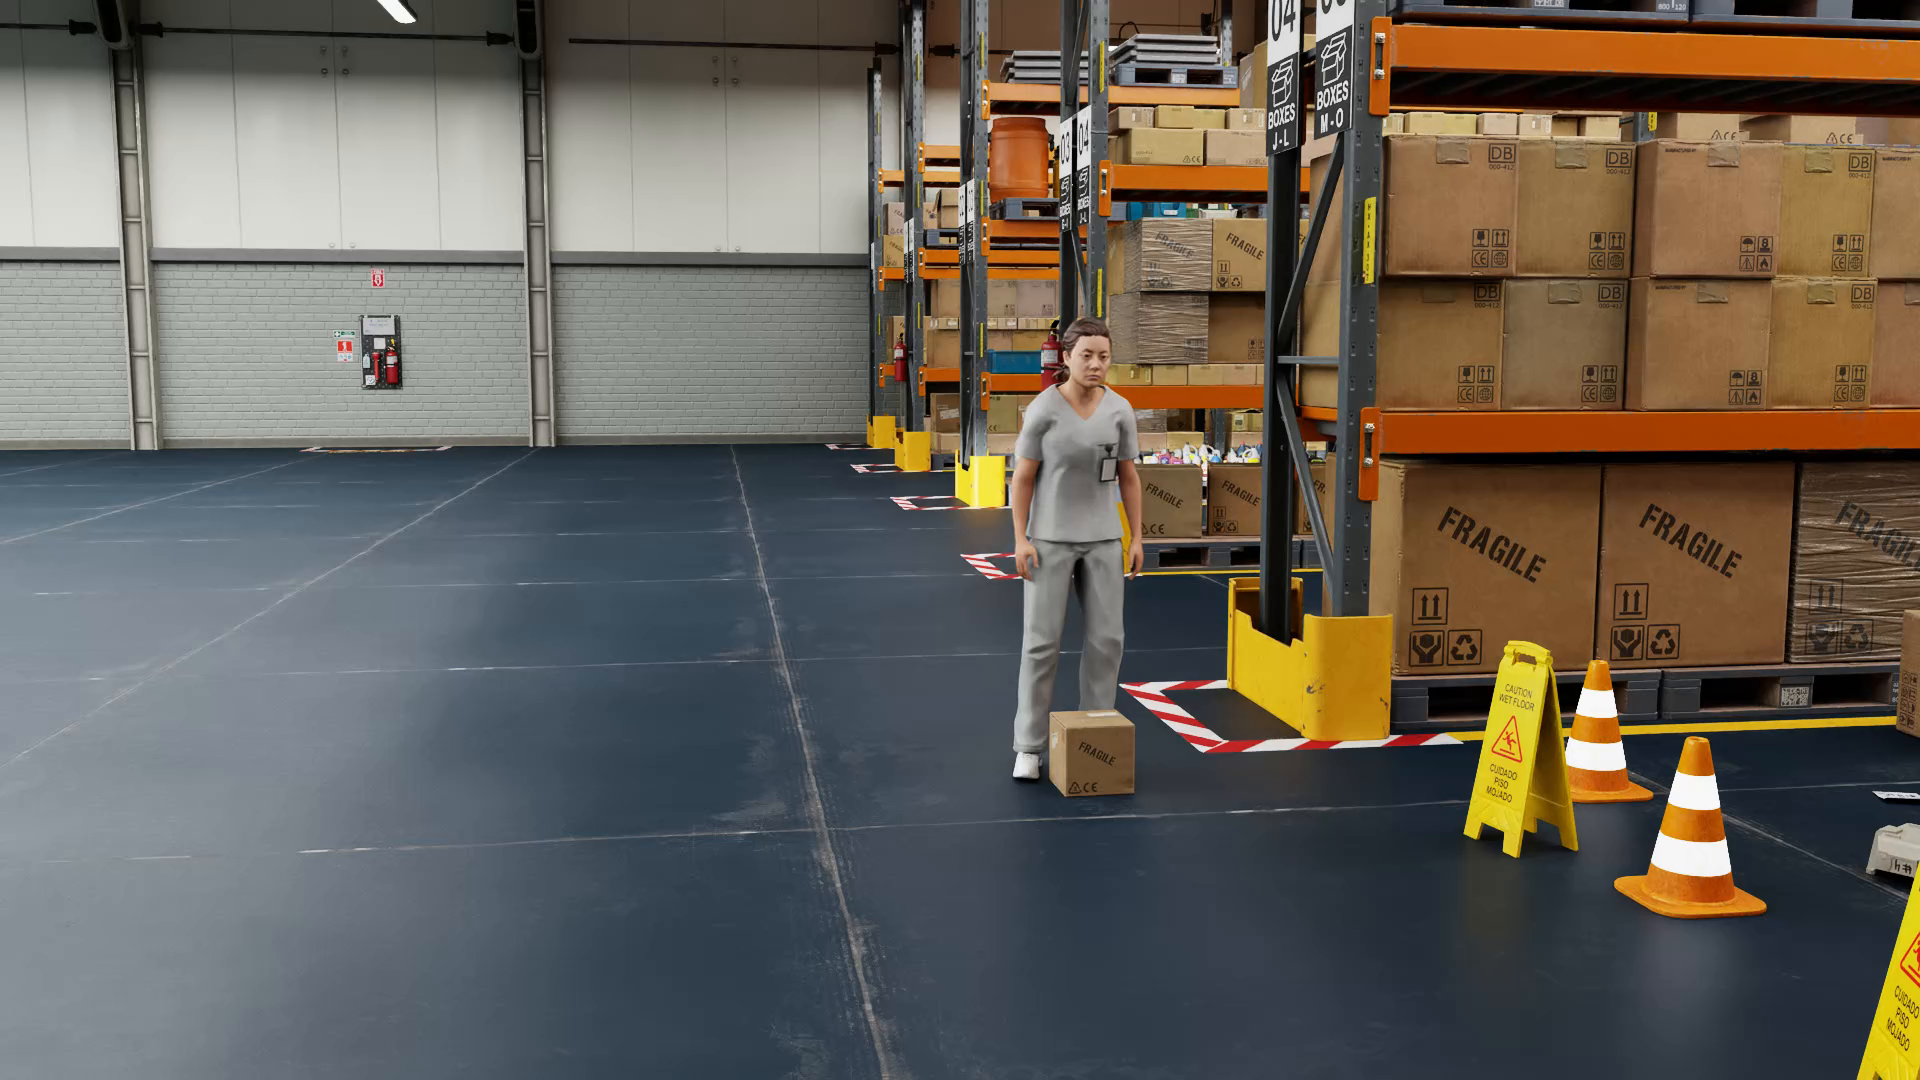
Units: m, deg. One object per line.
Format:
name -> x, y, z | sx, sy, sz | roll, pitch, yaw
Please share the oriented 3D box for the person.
person -> 0.425, 0.024, 6.096 | 0.508, 1.673, 0.349 | -1, 7, -11
